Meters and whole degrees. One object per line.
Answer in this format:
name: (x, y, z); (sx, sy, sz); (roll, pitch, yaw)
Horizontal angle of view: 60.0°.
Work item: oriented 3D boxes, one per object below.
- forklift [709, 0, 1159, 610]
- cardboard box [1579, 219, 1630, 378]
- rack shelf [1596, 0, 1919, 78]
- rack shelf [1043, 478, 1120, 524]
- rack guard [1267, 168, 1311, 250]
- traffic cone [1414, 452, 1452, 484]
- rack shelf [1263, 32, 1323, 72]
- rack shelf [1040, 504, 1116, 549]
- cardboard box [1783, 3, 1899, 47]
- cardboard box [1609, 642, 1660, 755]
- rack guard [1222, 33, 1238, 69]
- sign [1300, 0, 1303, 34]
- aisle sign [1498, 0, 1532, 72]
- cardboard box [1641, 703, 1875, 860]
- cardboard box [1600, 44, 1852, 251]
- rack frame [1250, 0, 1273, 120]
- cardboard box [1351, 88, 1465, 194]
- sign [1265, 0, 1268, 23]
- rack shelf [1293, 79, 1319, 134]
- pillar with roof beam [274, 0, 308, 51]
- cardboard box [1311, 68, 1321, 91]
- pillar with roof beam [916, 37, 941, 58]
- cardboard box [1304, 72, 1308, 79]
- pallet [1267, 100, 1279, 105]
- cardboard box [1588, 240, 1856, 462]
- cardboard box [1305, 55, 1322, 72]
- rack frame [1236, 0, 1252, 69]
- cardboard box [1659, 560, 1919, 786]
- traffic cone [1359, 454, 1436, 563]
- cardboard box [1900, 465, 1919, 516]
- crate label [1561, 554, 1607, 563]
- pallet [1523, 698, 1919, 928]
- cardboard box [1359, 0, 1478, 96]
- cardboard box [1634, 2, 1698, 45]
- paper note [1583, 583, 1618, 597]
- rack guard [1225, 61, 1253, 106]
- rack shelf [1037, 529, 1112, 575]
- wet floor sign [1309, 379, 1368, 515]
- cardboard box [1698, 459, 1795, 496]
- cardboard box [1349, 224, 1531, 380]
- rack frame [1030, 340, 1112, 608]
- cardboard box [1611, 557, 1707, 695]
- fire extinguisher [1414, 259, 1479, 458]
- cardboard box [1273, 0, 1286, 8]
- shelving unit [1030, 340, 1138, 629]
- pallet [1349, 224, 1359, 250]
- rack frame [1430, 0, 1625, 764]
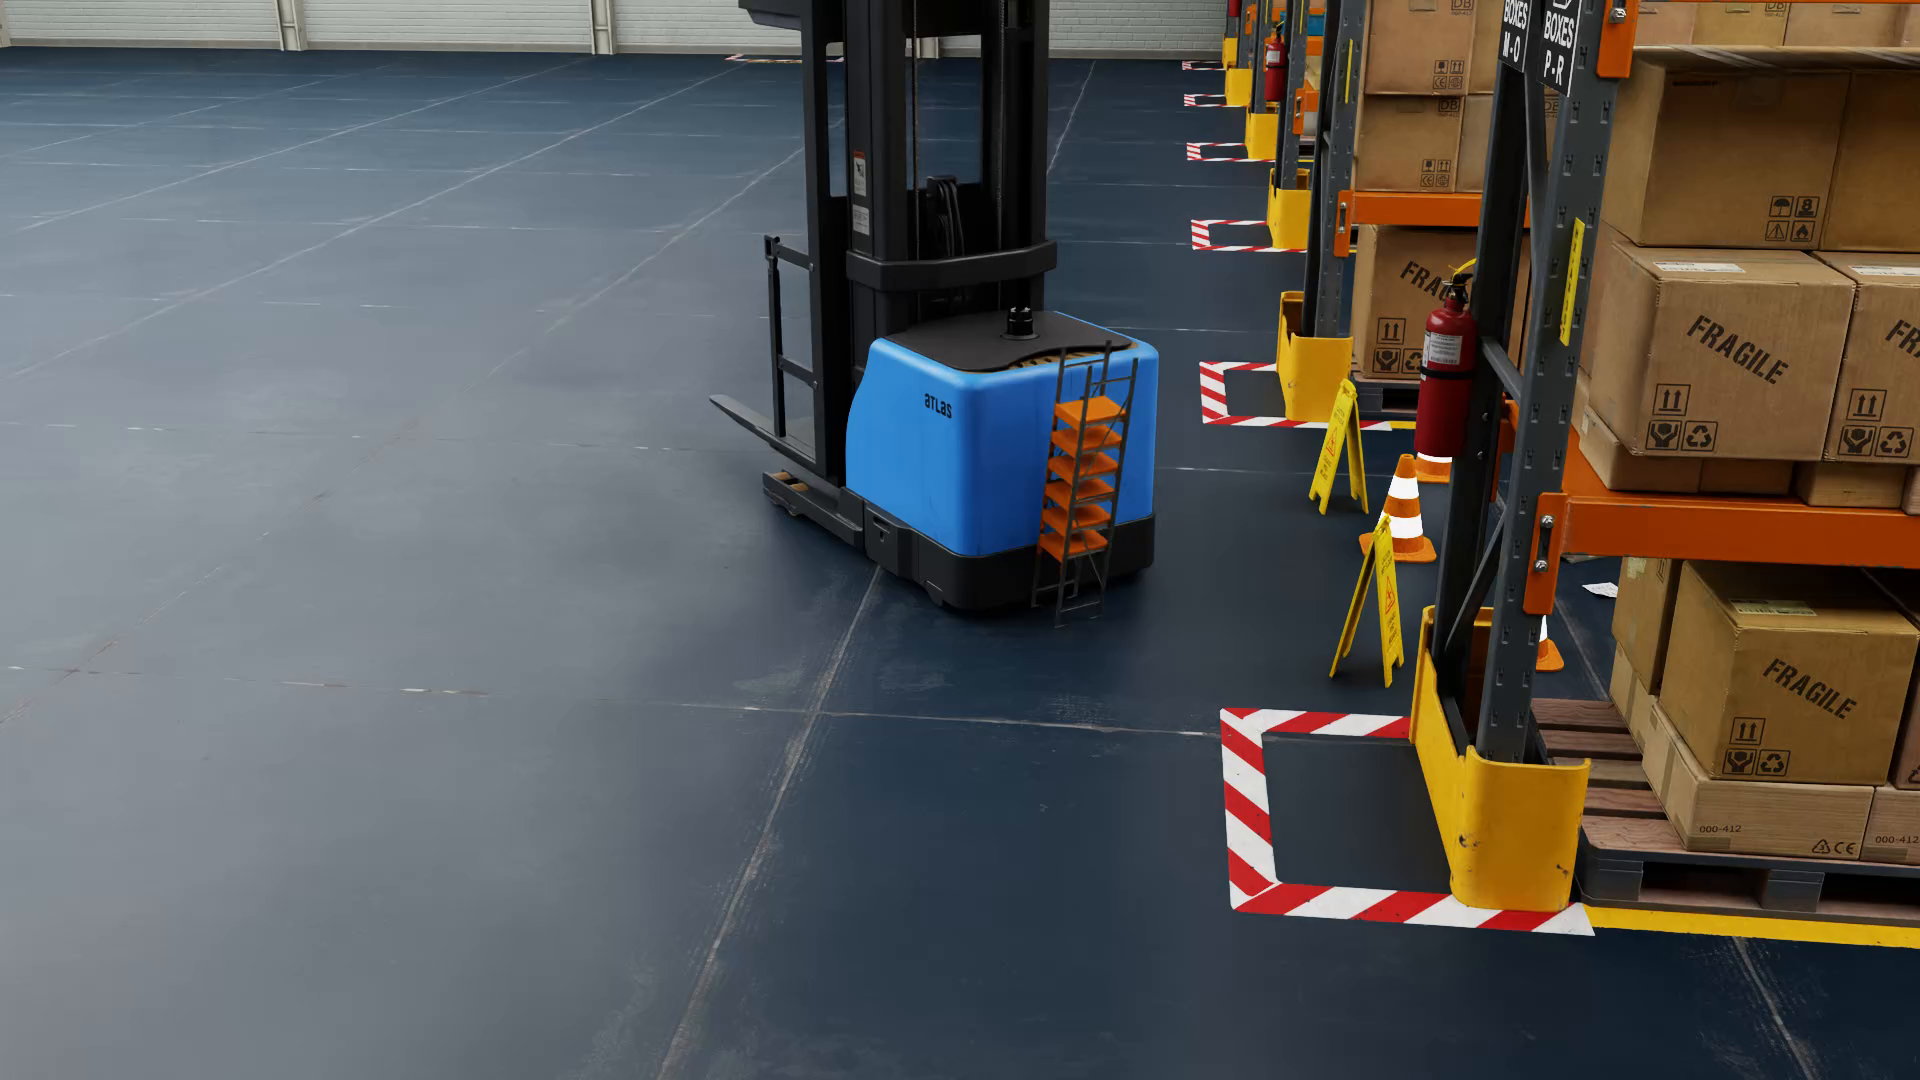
forklift: (-0.333, -1.560, 7.899); (1.130, 2.935, 3.031); (-13, 25, -29)
cardboard box: (2.258, -0.742, 5.196); (0.500, 0.500, 0.500); (2, 22, 5)
rack shelf: (3.672, -1.454, 4.436); (4.000, 0.370, 1.077); (2, 22, 6)
rack shelf: (0.498, -0.175, 6.847); (0.258, 0.103, 0.180); (-13, 34, -29)
rack guard: (2.928, -2.932, 14.677); (0.348, 0.500, 1.175); (2, 22, 6)
traffic cone: (2.529, -0.570, 8.753); (0.334, 0.463, 0.336); (2, 22, 6)
rack shelf: (5.422, -5.485, 18.713); (4.000, 0.370, 1.077); (2, 22, 6)
rack shelf: (0.488, -0.070, 6.905); (0.258, 0.103, 0.180); (-13, 34, -29)
cardboard box: (4.698, -2.774, 9.203); (0.550, 0.550, 0.875); (2, 22, 6)
cardboard box: (2.544, 0.541, 5.660); (0.500, 0.250, 0.500); (2, 22, 6)
rack guard: (4.677, -8.358, 28.400); (0.348, 0.500, 1.175); (2, 22, 6)
sign: (2.789, -4.303, 13.566); (0.005, 0.325, 0.100); (2, 22, 6)
aisle sign: (1.659, -1.797, 4.871); (0.004, 0.787, 0.394); (2, 22, 6)
cardboard box: (2.455, 0.739, 5.159); (0.500, 0.250, 0.500); (2, 22, 6)
cardboard box: (2.219, -1.187, 4.963); (0.500, 0.500, 0.700); (2, 22, 5)
rack frame: (3.435, -5.906, 18.800); (0.127, 3.000, 1.000); (2, 22, 6)
cardboard box: (2.542, -2.362, 9.630); (0.550, 0.550, 0.875); (2, 22, 6)
sign: (3.366, -5.835, 18.241); (0.005, 0.325, 0.100); (2, 22, 6)
rack shelf: (4.839, -3.677, 14.139); (4.000, 0.370, 1.077); (2, 22, 6)
pillar with roof beam: (-12.983, -11.806, 25.563); (0.400, 9.000, 9.100); (2, 22, 6)
cardboard box: (3.107, -3.882, 14.021); (0.250, 0.149, 0.380); (2, 22, 6)
pillar with roof beam: (-1.067, -11.287, 24.249); (0.400, 9.000, 9.100); (2, 22, 6)
cardboard box: (5.025, -6.507, 23.487); (0.500, 0.250, 0.500); (2, 22, 6)
pallet: (4.786, -6.400, 23.842); (1.213, 0.211, 1.003); (2, 22, 6)
cardboard box: (2.124, -0.543, 4.693); (0.500, 0.500, 0.500); (2, 22, 5)
cardboard box: (5.025, -6.855, 23.347); (0.500, 0.500, 0.500); (2, 22, 6)
rack frame: (4.022, -7.715, 23.374); (0.127, 3.000, 1.000); (2, 22, 6)
cardboard box: (2.478, 0.391, 5.019); (0.500, 0.500, 0.500); (2, 22, 4)
traffic cone: (2.058, -0.173, 7.747); (0.334, 0.463, 0.336); (2, 22, 6)
cardboard box: (2.752, -0.198, 4.703); (0.250, 0.149, 0.380); (3, 22, 7)
crate label: (2.846, -0.010, 7.778); (0.298, 0.136, 0.250); (-9, 23, -22)
pallet: (2.564, 0.868, 5.457); (1.213, 0.211, 1.003); (2, 22, 6)
cardboard box: (2.532, -2.833, 9.354); (0.550, 0.550, 0.875); (2, 22, 6)
cardboard box: (3.630, -2.769, 9.192); (0.550, 0.550, 0.875); (2, 22, 6)
paper note: (2.859, 0.215, 7.355); (0.142, 0.019, 0.148); (-5, 22, -12)
rack guard: (3.998, -6.553, 23.836); (0.348, 0.500, 1.175); (2, 22, 6)
rack shelf: (0.478, 0.034, 6.964); (0.258, 0.103, 0.180); (-13, 34, -29)
wet floor sign: (1.907, -0.475, 8.264); (0.232, 0.644, 0.267); (-1, 22, -3)
cardboard box: (2.252, -0.267, 4.877); (0.250, 0.149, 0.380); (3, 22, 7)
cardboard box: (2.850, -1.494, 9.957); (0.875, 0.875, 0.875); (3, 22, 7)
rack frame: (0.454, -0.255, 6.892); (0.240, 1.200, 0.006); (-13, 34, -29)
cardboard box: (2.513, 0.194, 5.518); (0.500, 0.500, 0.500); (3, 22, 7)
fire extinguisher: (1.627, -0.617, 5.526); (0.183, 0.674, 0.296); (2, 22, 6)
cardboard box: (4.484, -7.736, 23.293); (0.500, 0.500, 0.700); (3, 22, 6)
shelving unit: (0.501, -0.213, 6.825); (0.258, 1.200, 0.189); (-13, 34, -29)
pallet: (3.731, -2.750, 14.609); (1.213, 0.211, 1.003); (2, 22, 6)
rack frame: (1.686, -0.480, 5.074); (0.127, 3.000, 1.000); (2, 22, 6)
